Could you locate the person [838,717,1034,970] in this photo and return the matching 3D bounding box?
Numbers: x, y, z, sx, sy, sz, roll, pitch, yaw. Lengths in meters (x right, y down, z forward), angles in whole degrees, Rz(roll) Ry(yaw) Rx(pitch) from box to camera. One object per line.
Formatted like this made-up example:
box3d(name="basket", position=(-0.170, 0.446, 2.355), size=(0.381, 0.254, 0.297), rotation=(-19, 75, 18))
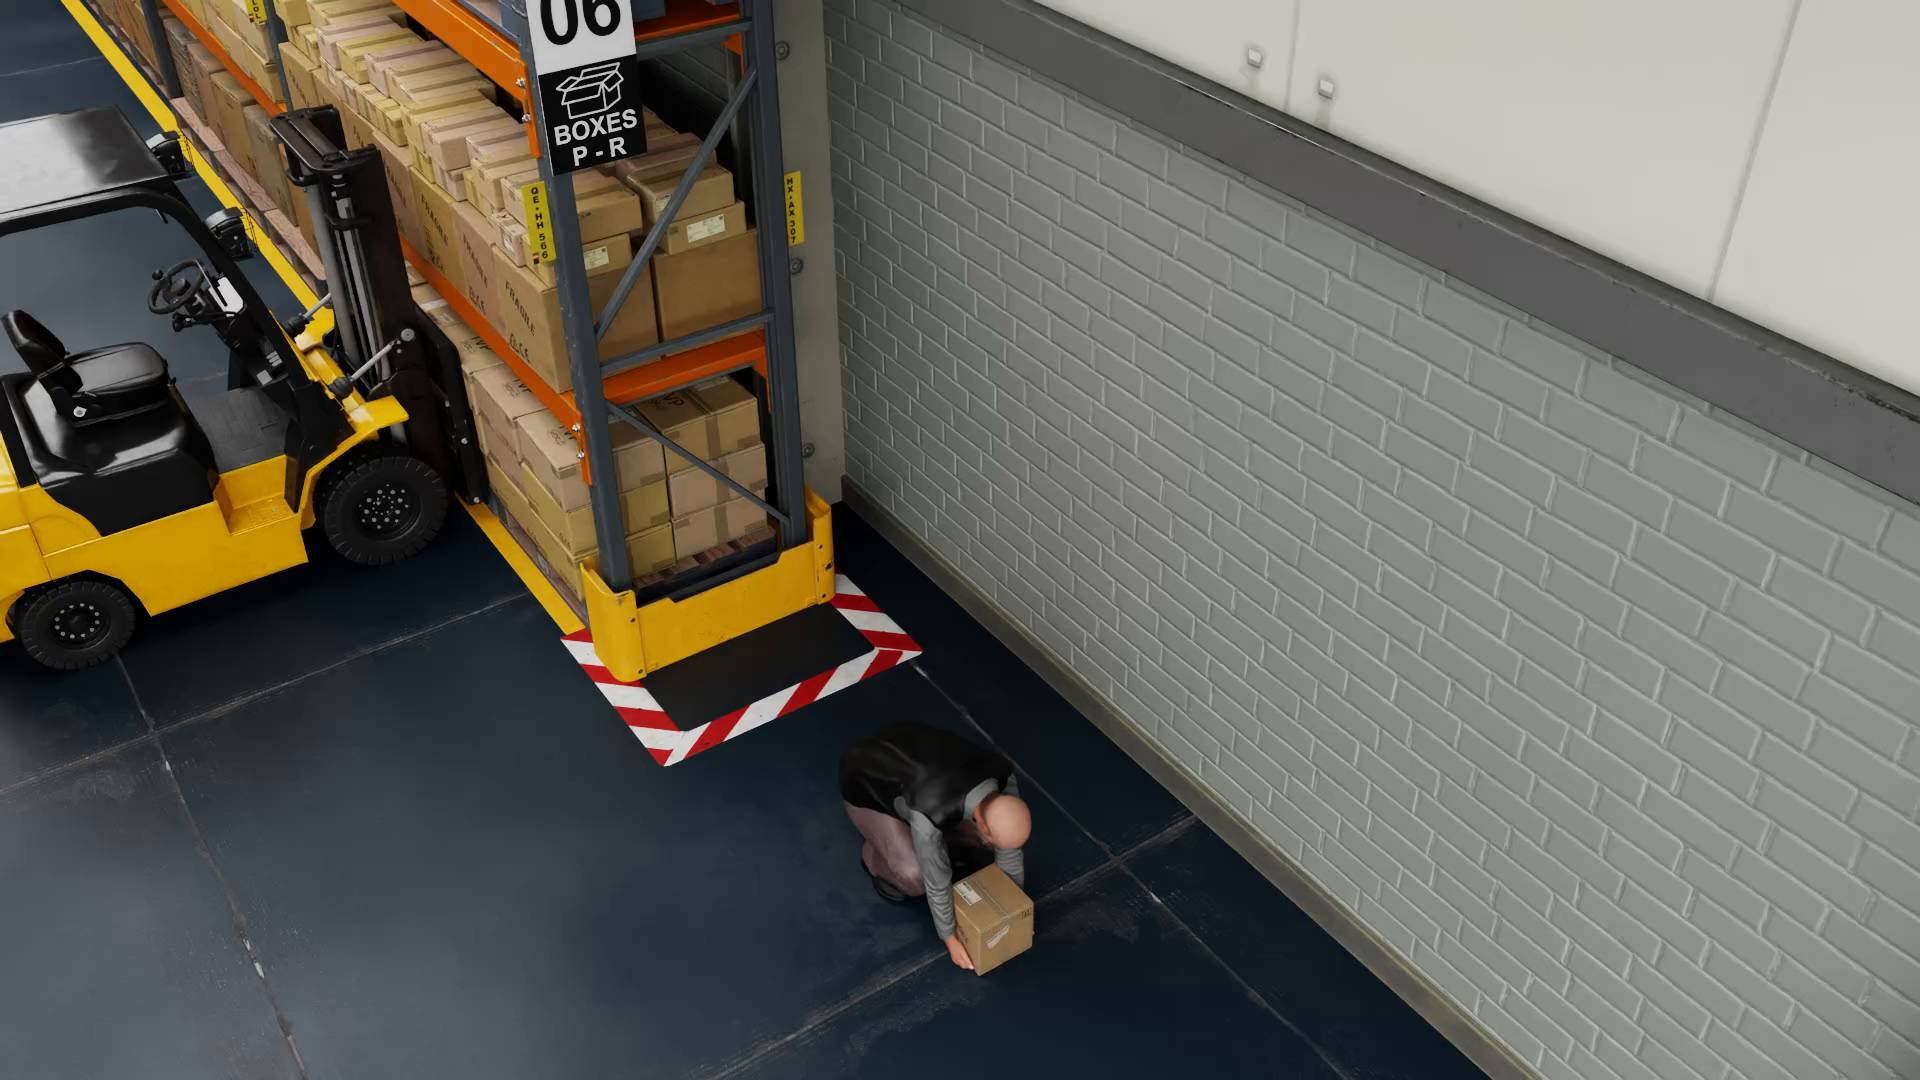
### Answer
box3d(name="person", position=(-0.078, 1.115, 6.393), size=(0.523, 0.830, 0.912), rotation=(-23, 42, -28))
